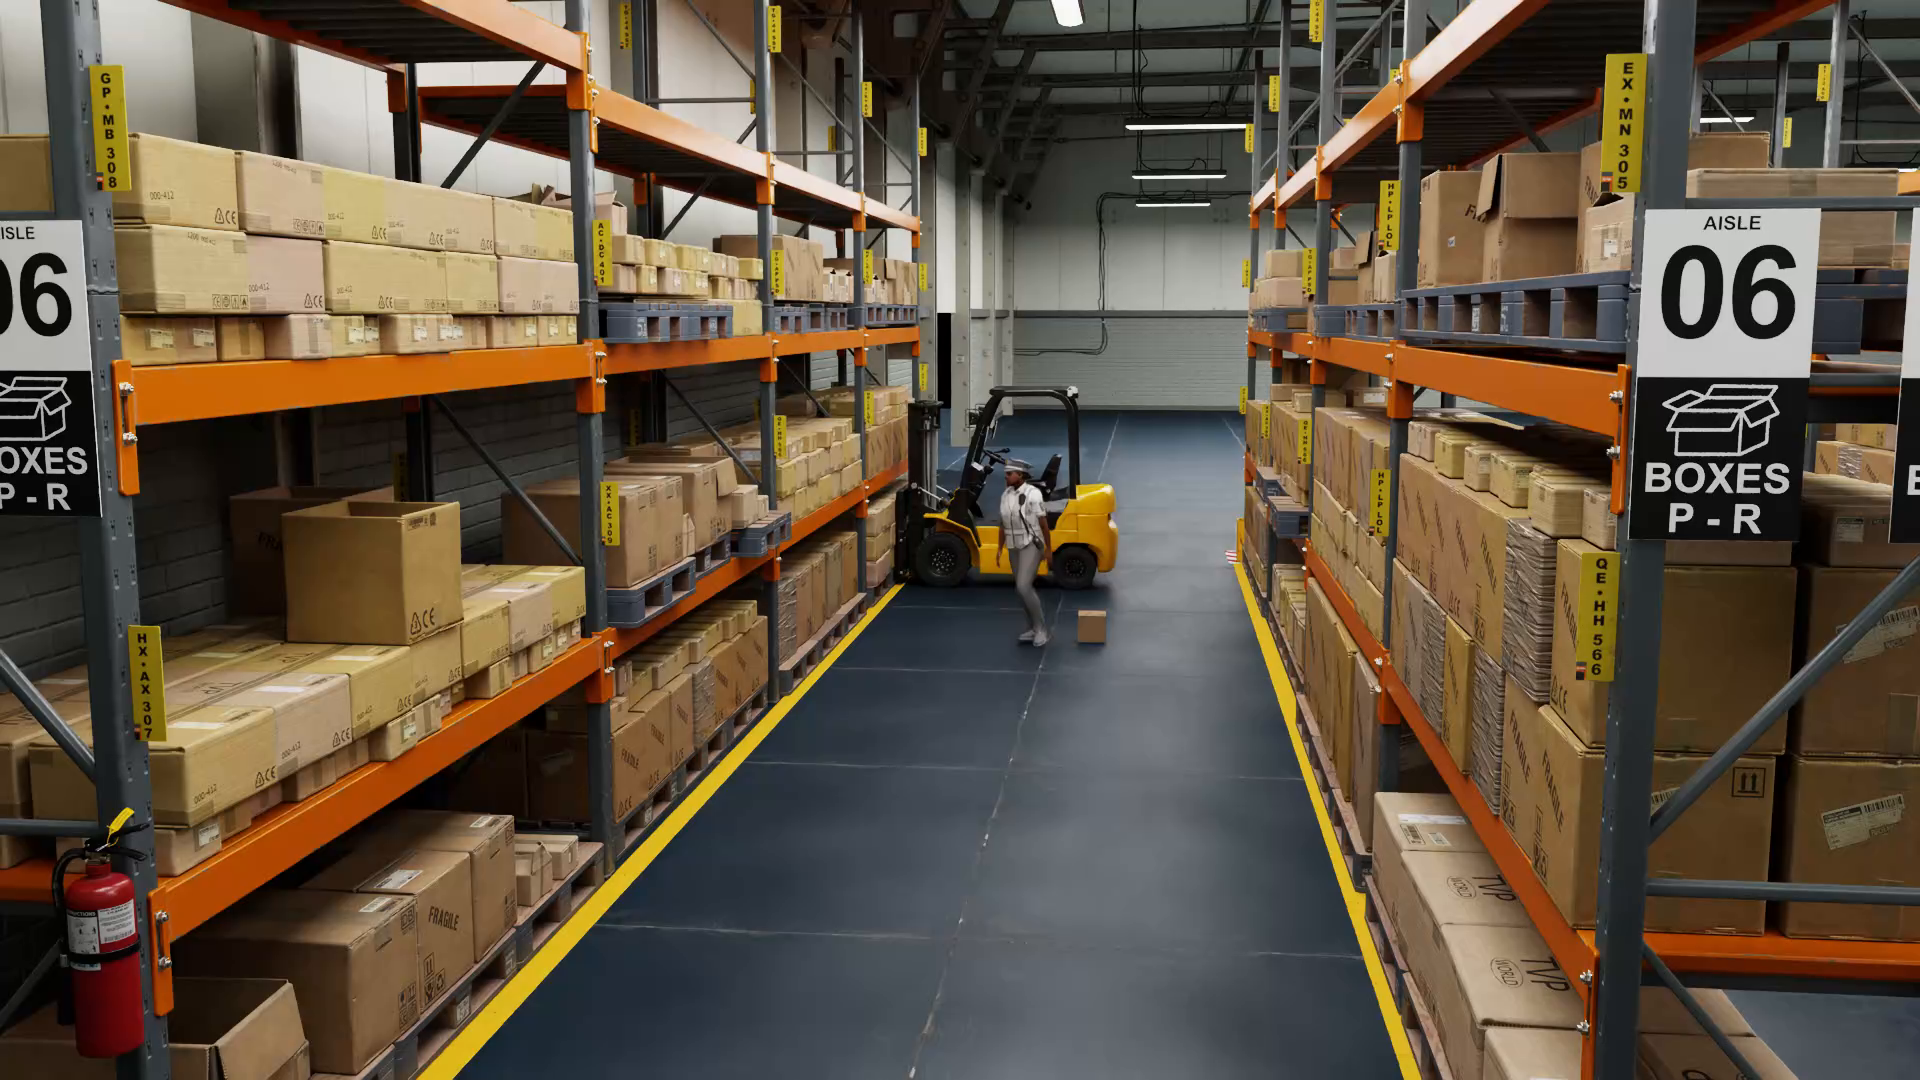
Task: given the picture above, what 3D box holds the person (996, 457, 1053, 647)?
[{"bbox_3d":[0.602,0.092,14.974,0.452,1.675,0.580,-7,10,-42],"label":"person"}]
